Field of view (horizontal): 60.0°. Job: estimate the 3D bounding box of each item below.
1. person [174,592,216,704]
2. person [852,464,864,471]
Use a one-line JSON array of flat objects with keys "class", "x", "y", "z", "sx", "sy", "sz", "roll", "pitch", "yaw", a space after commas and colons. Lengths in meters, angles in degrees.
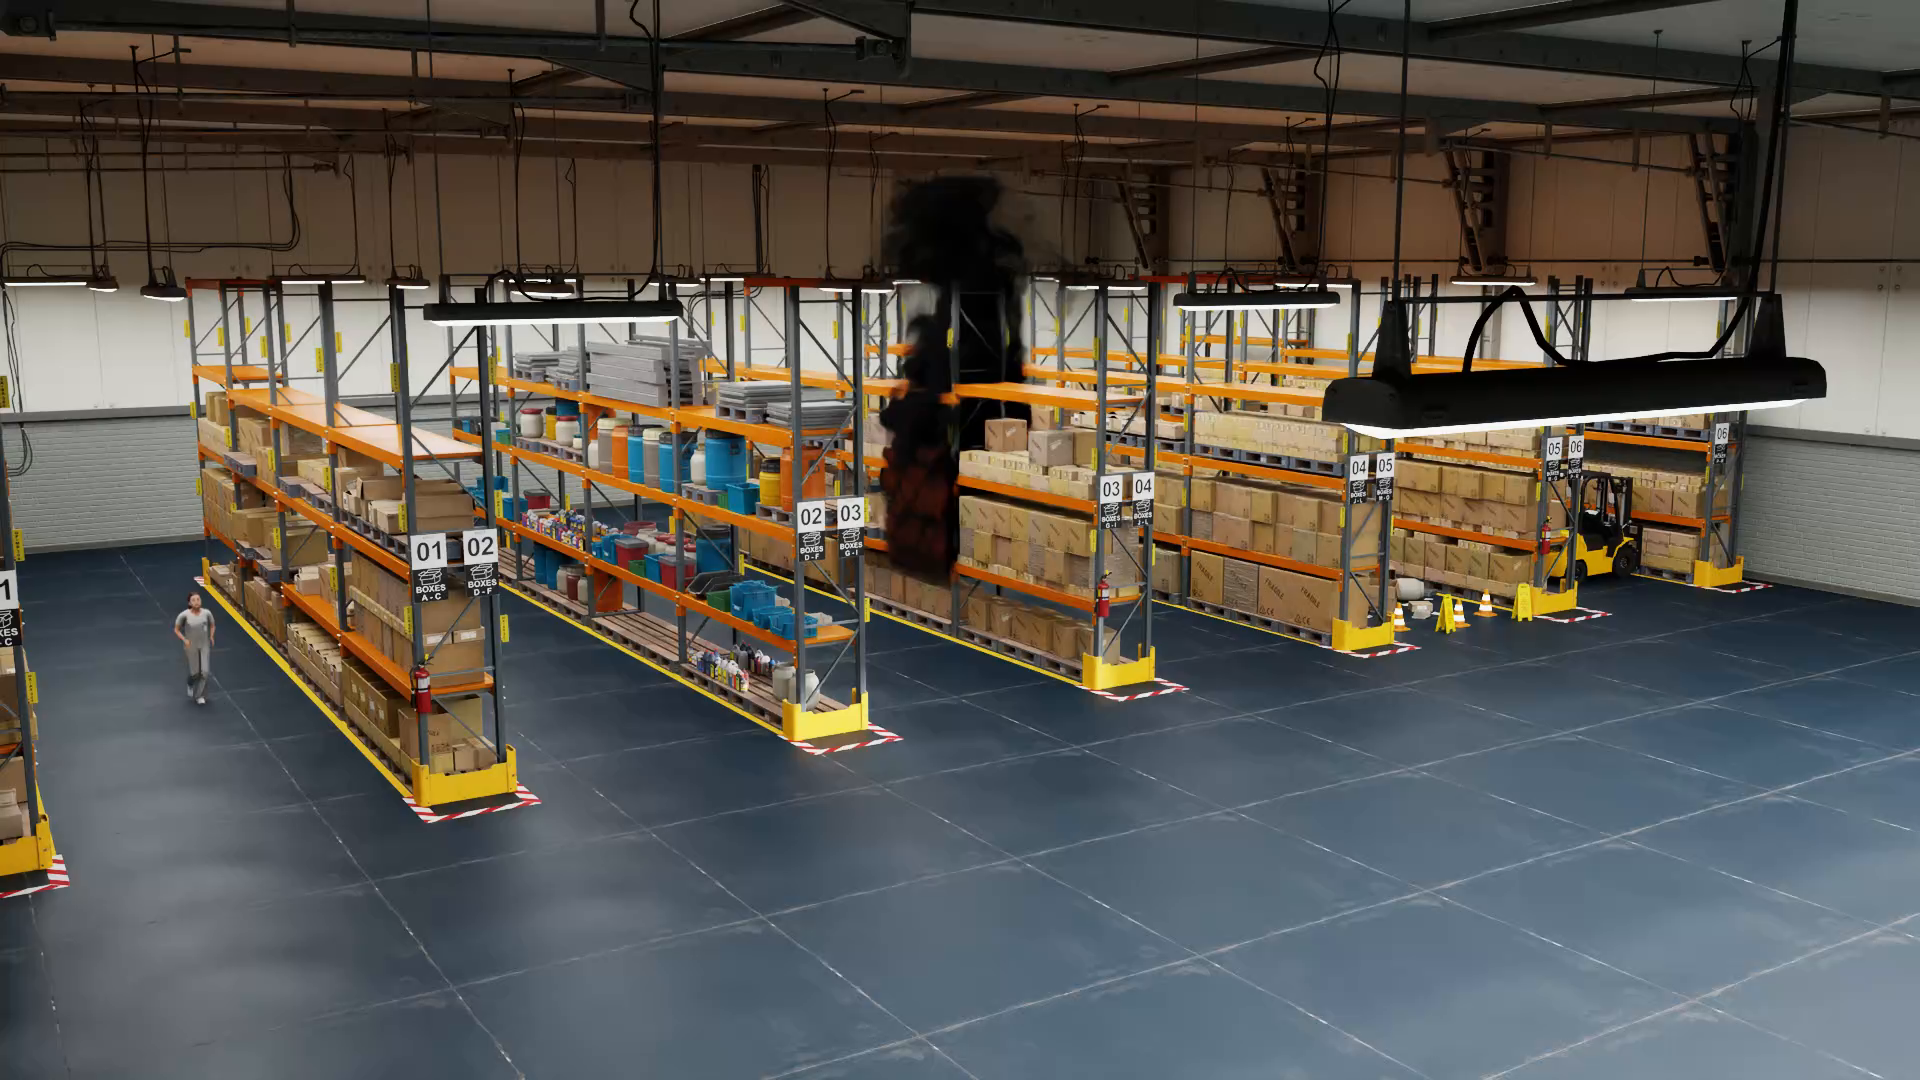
[{"class": "person", "x": -10.967, "y": 1.545, "z": 23.924, "sx": 0.546, "sy": 1.624, "sz": 0.554, "roll": -8, "pitch": 12, "yaw": -38}, {"class": "person", "x": -2.610, "y": -1.480, "z": 41.946, "sx": 0.460, "sy": 1.649, "sz": 0.632, "roll": 0, "pitch": 10, "yaw": -3}]
